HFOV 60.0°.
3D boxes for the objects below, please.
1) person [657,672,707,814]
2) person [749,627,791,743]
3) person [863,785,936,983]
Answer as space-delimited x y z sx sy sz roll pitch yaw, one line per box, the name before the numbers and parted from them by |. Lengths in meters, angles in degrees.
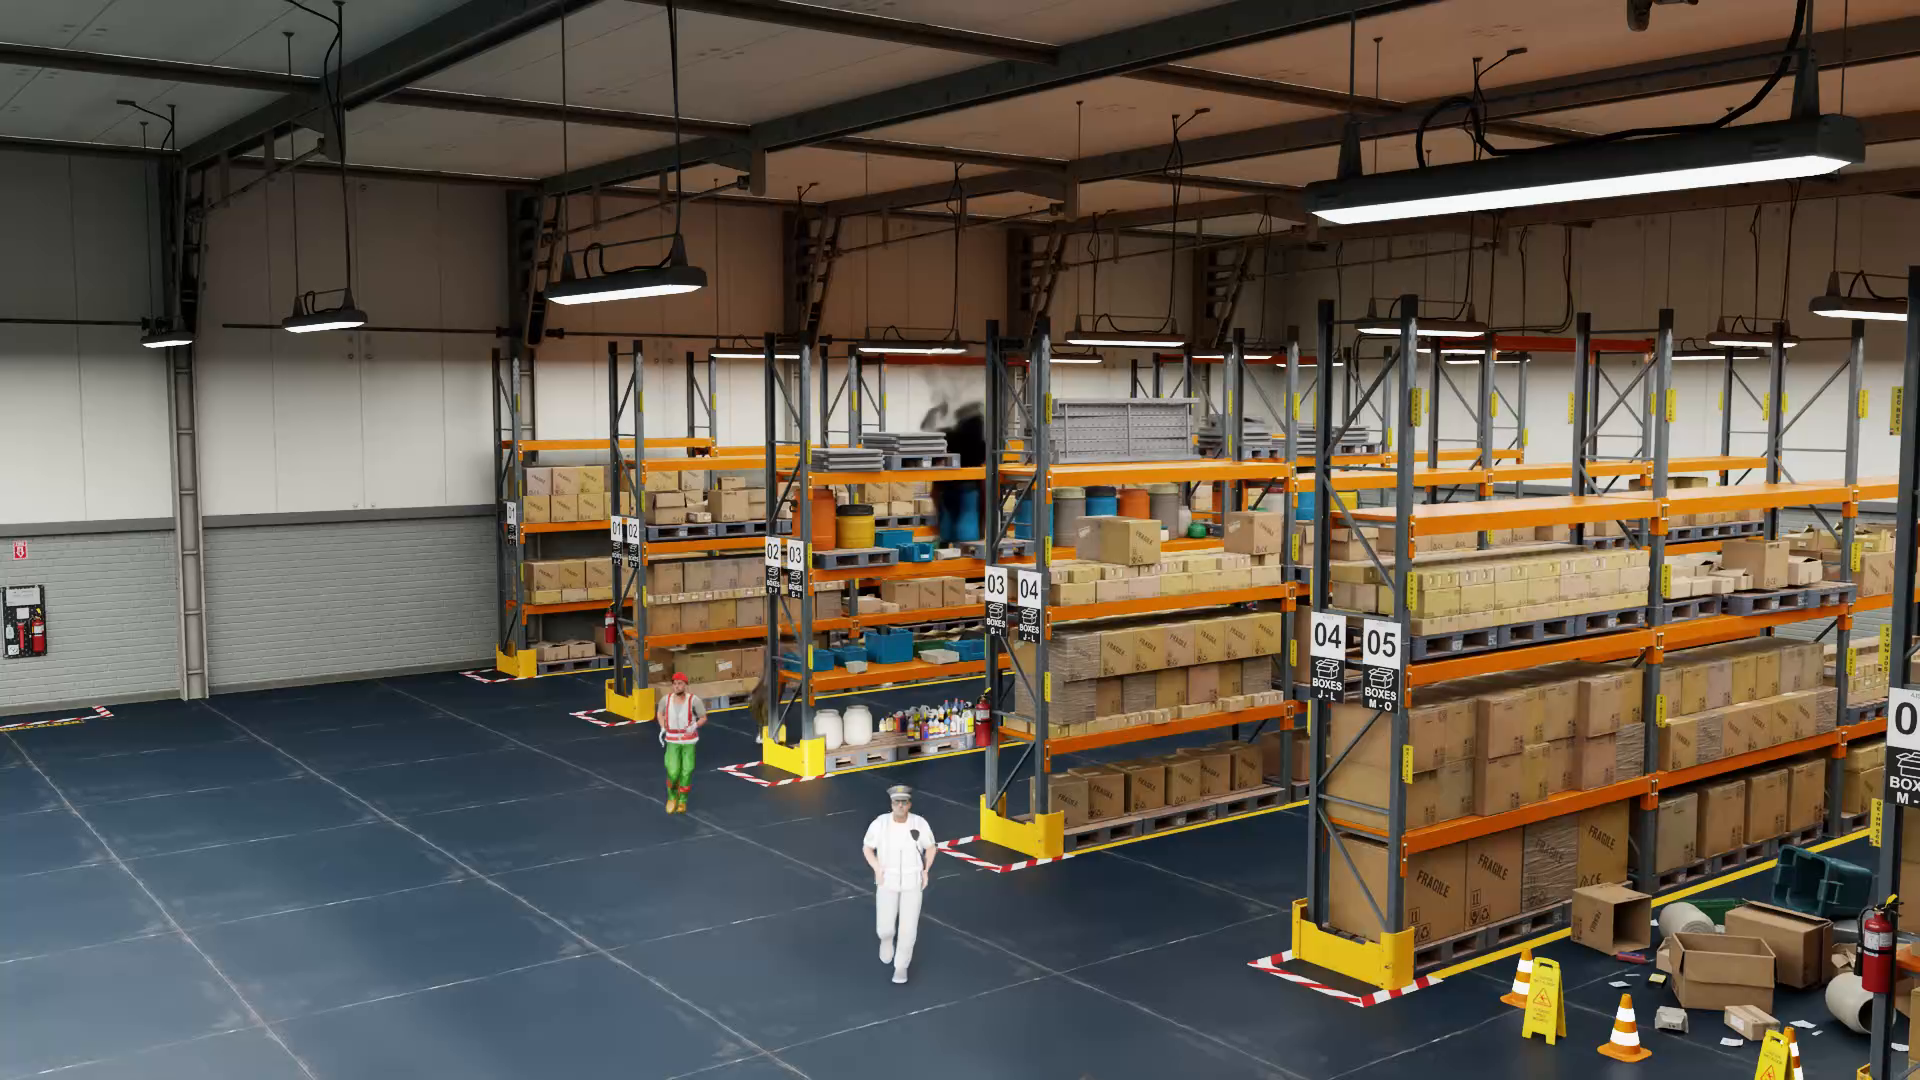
person | -3.410 2.495 20.344 0.625 1.763 0.659 0 5 -4
person | -2.805 2.173 24.610 0.629 1.705 0.702 -5 7 -42
person | -0.530 3.005 14.720 0.649 1.737 0.595 0 5 -4
